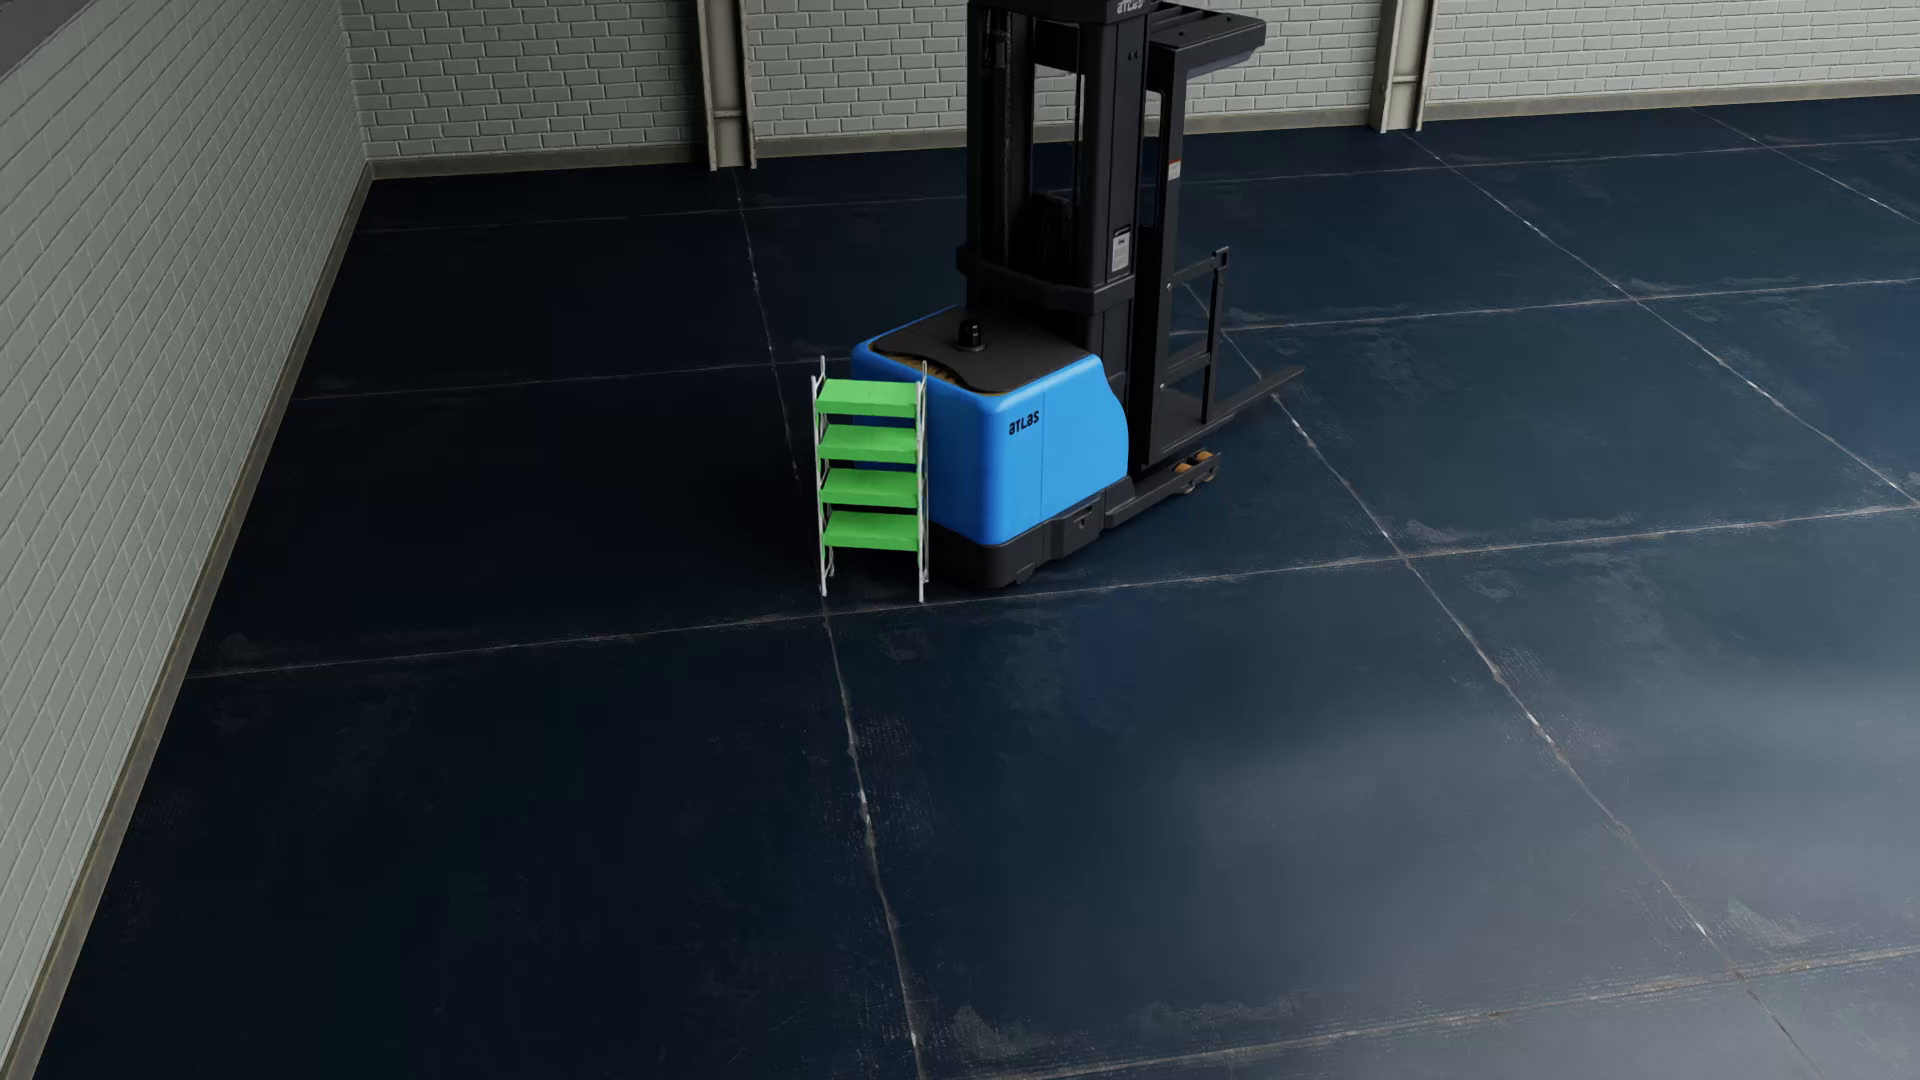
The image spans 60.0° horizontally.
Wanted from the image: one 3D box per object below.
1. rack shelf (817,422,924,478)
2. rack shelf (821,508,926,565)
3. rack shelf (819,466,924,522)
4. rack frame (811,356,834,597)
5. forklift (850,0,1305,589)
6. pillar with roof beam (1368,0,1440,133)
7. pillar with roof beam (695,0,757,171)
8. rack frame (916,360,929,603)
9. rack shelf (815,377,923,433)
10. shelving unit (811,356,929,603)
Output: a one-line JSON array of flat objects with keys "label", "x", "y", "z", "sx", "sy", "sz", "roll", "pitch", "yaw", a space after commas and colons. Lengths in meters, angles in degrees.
[{"label": "rack shelf", "x": -0.421, "y": -0.432, "z": 7.954, "sx": 0.480, "sy": 0.148, "sz": 0.258, "roll": 3, "pitch": 31, "yaw": 6}, {"label": "rack shelf", "x": -0.421, "y": -0.019, "z": 8.197, "sx": 0.480, "sy": 0.148, "sz": 0.258, "roll": 3, "pitch": 31, "yaw": 6}, {"label": "rack shelf", "x": -0.421, "y": -0.225, "z": 8.076, "sx": 0.480, "sy": 0.148, "sz": 0.258, "roll": 3, "pitch": 31, "yaw": 6}, {"label": "rack frame", "x": -0.664, "y": -0.295, "z": 8.068, "sx": 0.015, "sy": 1.200, "sz": 0.240, "roll": 3, "pitch": 31, "yaw": 6}, {"label": "forklift", "x": 0.815, "y": -1.679, "z": 8.713, "sx": 1.130, "sy": 2.935, "sz": 3.031, "roll": 26, "pitch": 39, "yaw": 36}, {"label": "pillar with roof beam", "x": 4.729, "y": -5.495, "z": 9.218, "sx": 0.400, "sy": 9.000, "sz": 9.100, "roll": -5, "pitch": 31, "yaw": -9}, {"label": "pillar with roof beam", "x": -1.173, "y": -4.948, "z": 8.286, "sx": 0.400, "sy": 9.000, "sz": 9.100, "roll": -5, "pitch": 31, "yaw": -9}, {"label": "rack frame", "x": -0.179, "y": -0.266, "z": 8.019, "sx": 0.015, "sy": 1.200, "sz": 0.240, "roll": 3, "pitch": 31, "yaw": 6}, {"label": "rack shelf", "x": -0.421, "y": -0.639, "z": 7.832, "sx": 0.480, "sy": 0.148, "sz": 0.258, "roll": 3, "pitch": 31, "yaw": 6}, {"label": "shelving unit", "x": -0.421, "y": -0.281, "z": 8.043, "sx": 0.503, "sy": 1.200, "sz": 0.258, "roll": 3, "pitch": 31, "yaw": 6}]
